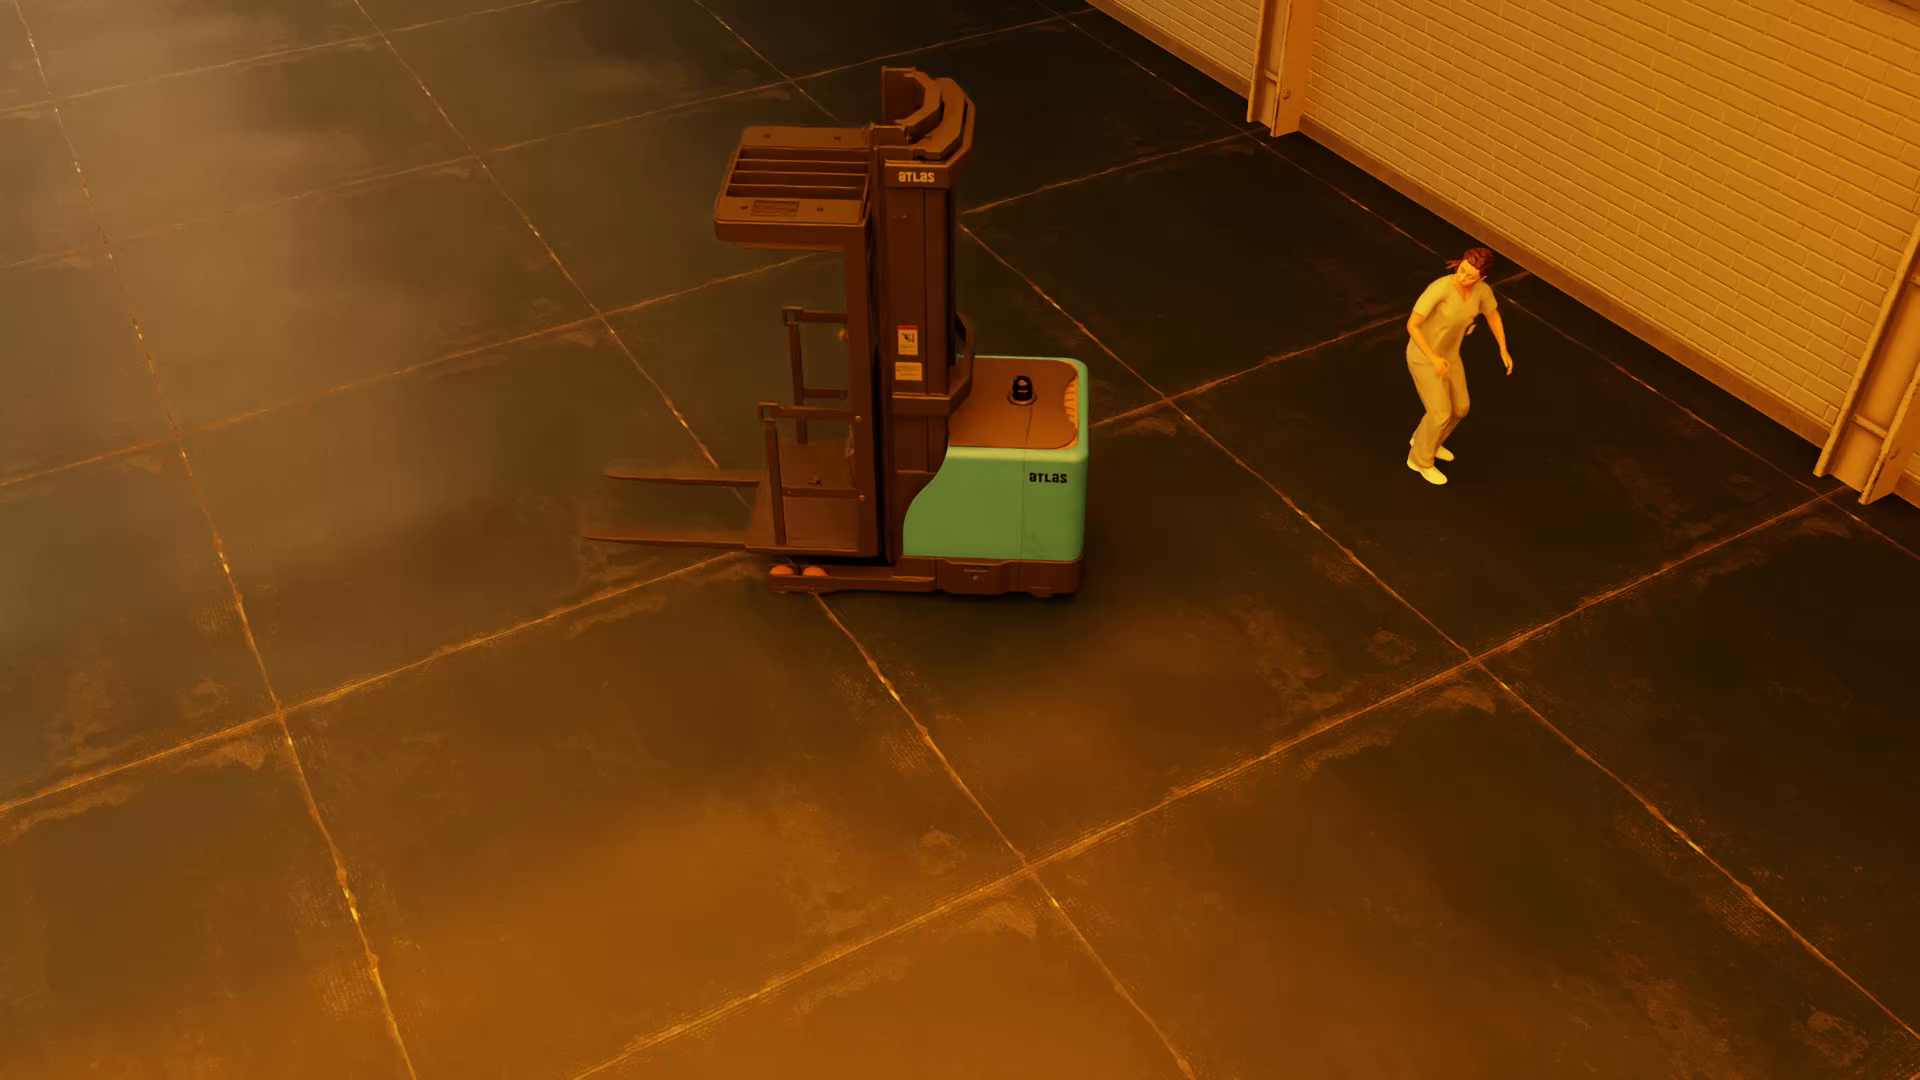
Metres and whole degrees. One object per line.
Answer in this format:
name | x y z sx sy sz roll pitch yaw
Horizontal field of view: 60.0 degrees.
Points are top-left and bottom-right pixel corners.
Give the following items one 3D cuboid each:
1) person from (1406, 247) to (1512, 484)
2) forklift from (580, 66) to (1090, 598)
person | 3.087 -1.104 10.427 0.671 1.617 0.505 -21 44 -23
forklift | -0.758 -1.139 9.409 3.031 2.935 1.130 2 40 2
